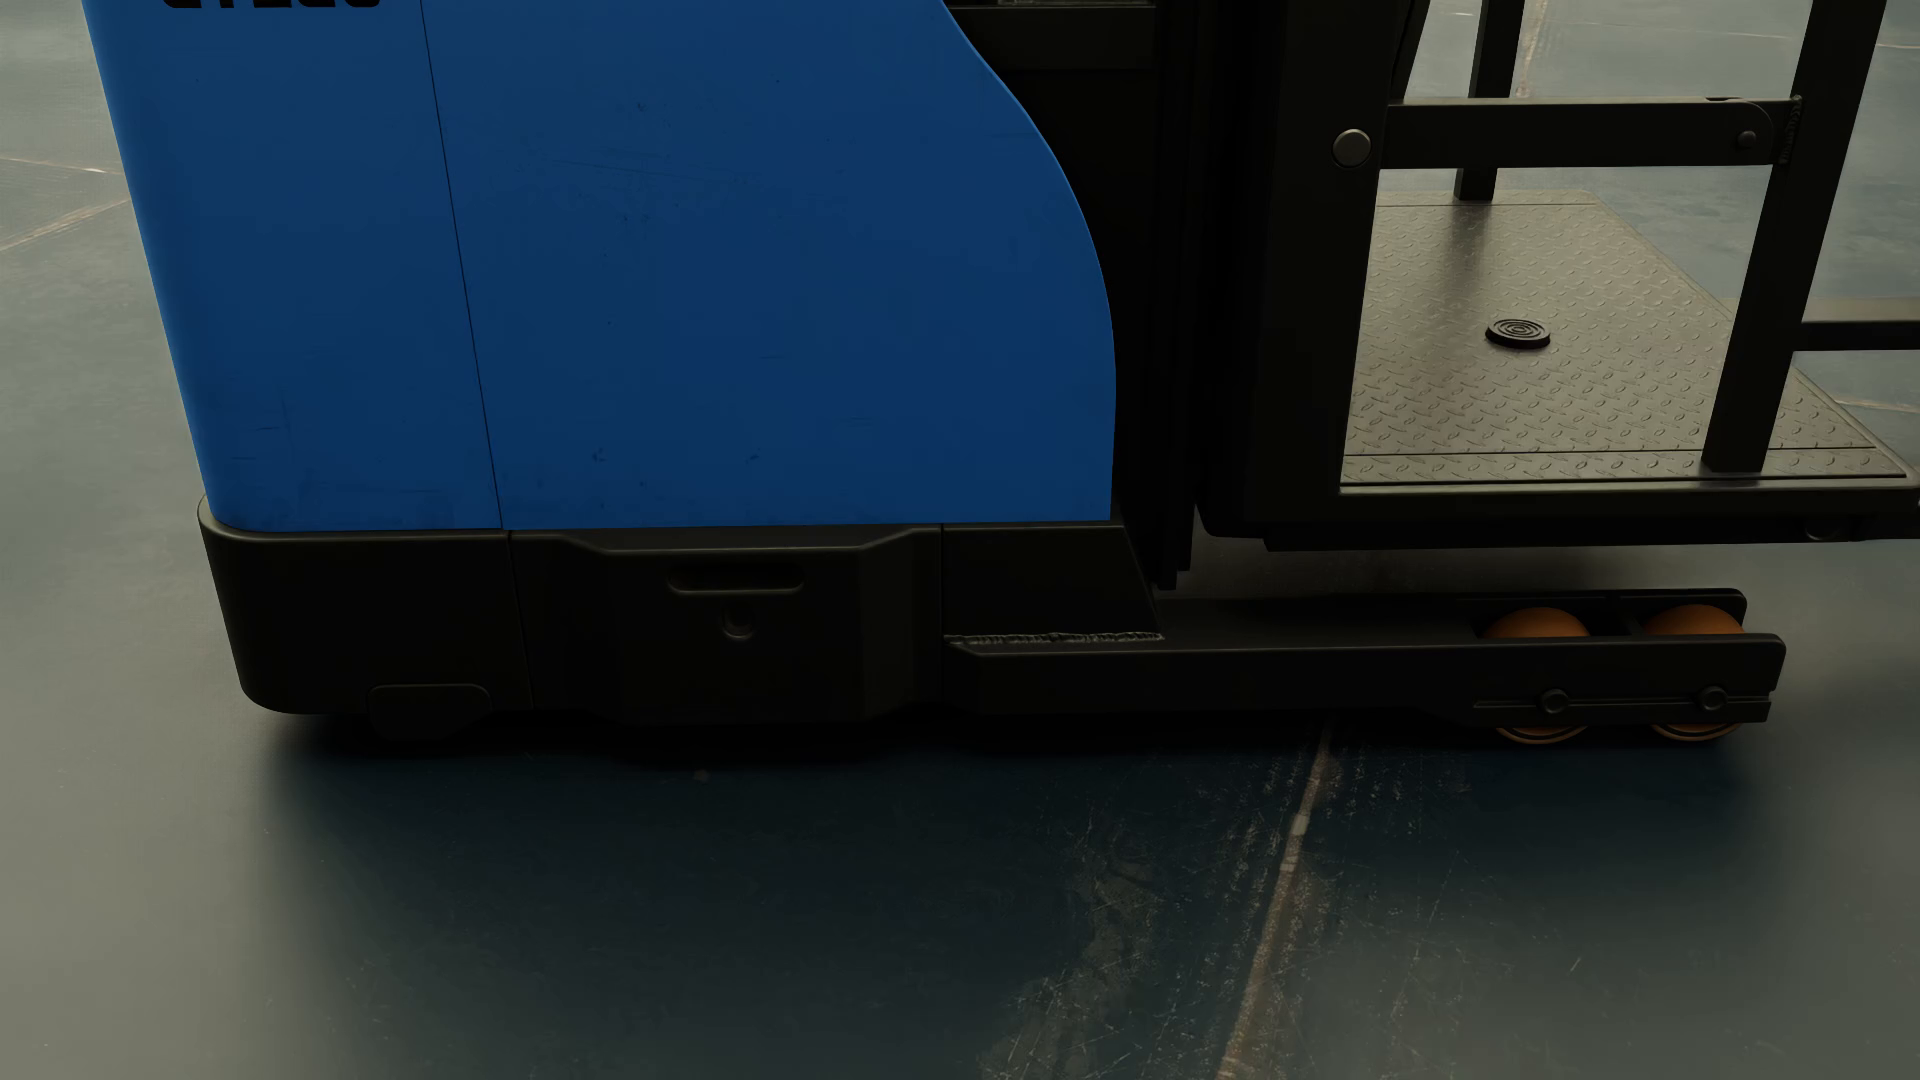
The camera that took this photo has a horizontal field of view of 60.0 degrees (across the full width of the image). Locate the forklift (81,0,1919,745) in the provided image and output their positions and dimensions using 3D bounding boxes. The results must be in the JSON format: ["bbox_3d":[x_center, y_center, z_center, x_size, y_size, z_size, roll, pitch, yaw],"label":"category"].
[{"bbox_3d":[0.608,-1.285,1.795,3.031,2.935,1.130,-1,30,-2],"label":"forklift"}]
